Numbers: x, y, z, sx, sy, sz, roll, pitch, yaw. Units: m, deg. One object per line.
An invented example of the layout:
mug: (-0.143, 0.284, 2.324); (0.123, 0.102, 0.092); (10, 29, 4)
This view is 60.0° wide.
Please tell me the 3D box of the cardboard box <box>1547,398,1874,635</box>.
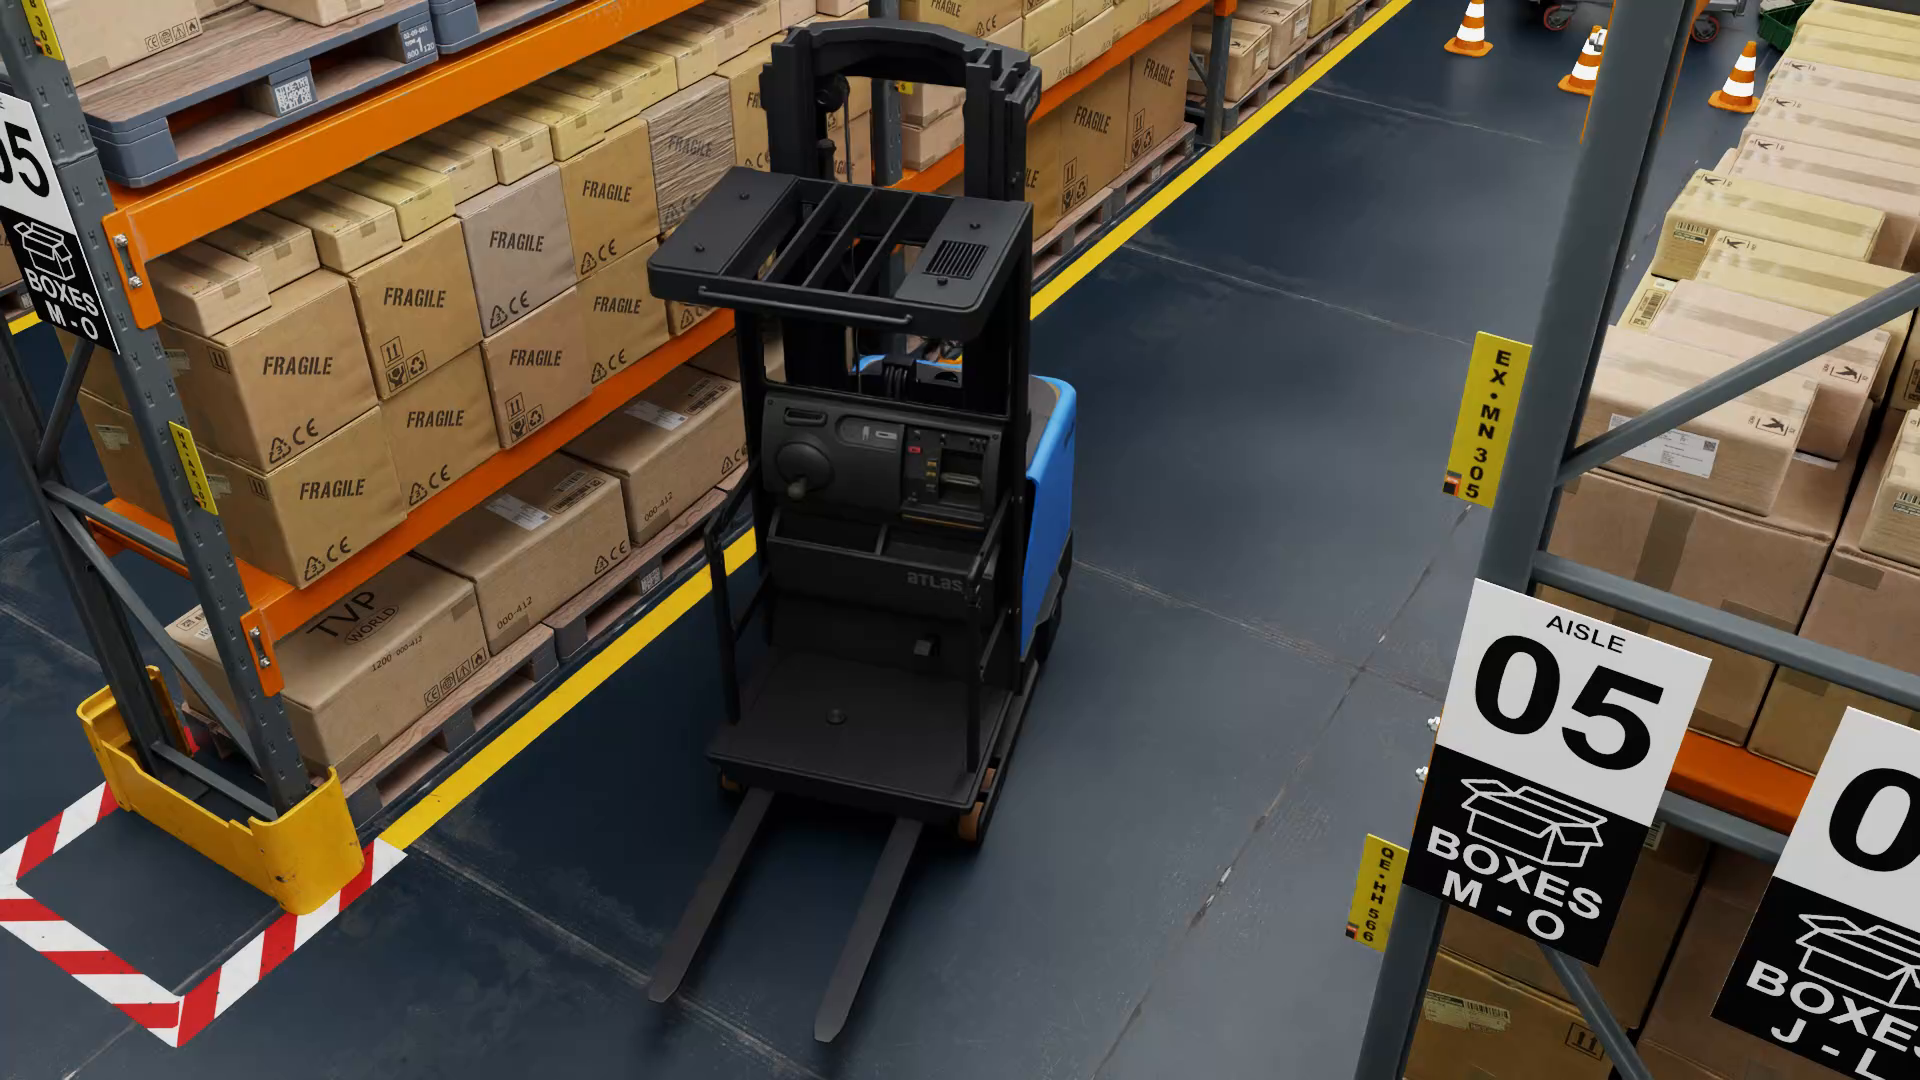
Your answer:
cardboard box: (1.381, -0.114, 3.137); (0.500, 0.250, 0.500); (20, 42, 24)

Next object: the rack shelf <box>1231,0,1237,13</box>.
rack shelf: (2.473, -4.904, 12.684); (1.077, 0.370, 4.000); (21, 42, 25)

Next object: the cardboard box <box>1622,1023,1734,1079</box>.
cardboard box: (1.823, 1.234, 3.806); (0.500, 0.500, 0.500); (23, 43, 27)

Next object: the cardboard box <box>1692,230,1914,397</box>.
cardboard box: (1.631, -0.447, 3.242); (0.380, 0.149, 0.250); (20, 42, 24)

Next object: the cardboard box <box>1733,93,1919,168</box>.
cardboard box: (1.992, -0.869, 3.790); (0.380, 0.149, 0.250); (22, 43, 26)

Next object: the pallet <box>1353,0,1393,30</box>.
pallet: (3.129, -4.714, 14.132); (1.003, 0.211, 1.213); (21, 42, 25)

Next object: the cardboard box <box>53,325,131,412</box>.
cardboard box: (-2.827, -0.796, 5.864); (0.500, 0.500, 0.500); (23, 43, 27)

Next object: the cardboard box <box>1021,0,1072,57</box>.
cardboard box: (0.281, -2.899, 9.206); (0.500, 0.250, 0.500); (22, 43, 26)

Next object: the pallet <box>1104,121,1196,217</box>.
pallet: (0.915, -2.672, 11.483); (1.003, 0.211, 1.213); (21, 42, 25)

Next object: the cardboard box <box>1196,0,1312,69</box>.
cardboard box: (2.101, -3.955, 12.671); (0.950, 0.372, 0.625); (20, 42, 24)

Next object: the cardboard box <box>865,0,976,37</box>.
cardboard box: (-0.263, -2.665, 8.288); (0.500, 0.500, 0.500); (22, 43, 26)

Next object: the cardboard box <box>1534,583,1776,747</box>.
cardboard box: (1.369, 0.083, 3.290); (0.500, 0.250, 0.500); (20, 42, 24)

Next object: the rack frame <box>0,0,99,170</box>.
rack frame: (-2.885, -2.410, 3.945); (1.000, 3.000, 0.127); (21, 42, 25)

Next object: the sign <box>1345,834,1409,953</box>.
sign: (0.891, 0.757, 3.543); (0.100, 0.325, 0.005); (21, 42, 25)

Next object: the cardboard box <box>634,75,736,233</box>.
cardboard box: (-1.305, -1.674, 7.003); (0.500, 0.500, 0.500); (22, 43, 26)

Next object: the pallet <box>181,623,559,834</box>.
pallet: (-2.522, 0.633, 7.196); (1.003, 0.211, 1.213); (21, 42, 25)

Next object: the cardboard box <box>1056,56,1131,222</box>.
cardboard box: (0.480, -2.696, 10.626); (0.875, 0.875, 0.875); (22, 43, 26)

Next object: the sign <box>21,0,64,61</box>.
sign: (-2.419, -1.415, 4.331); (0.100, 0.325, 0.005); (21, 42, 25)

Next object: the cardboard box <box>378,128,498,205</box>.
cardboard box: (-1.922, -1.368, 6.075); (0.380, 0.149, 0.250); (22, 43, 26)

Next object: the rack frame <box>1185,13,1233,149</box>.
rack frame: (1.401, -4.158, 11.127); (1.000, 3.000, 0.127); (21, 42, 25)

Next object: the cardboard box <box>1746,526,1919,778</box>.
cardboard box: (1.806, 0.257, 3.066); (0.500, 0.250, 0.500); (23, 43, 27)

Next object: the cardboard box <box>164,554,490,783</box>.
cardboard box: (-2.616, 0.441, 6.915); (0.875, 0.438, 0.875); (20, 42, 24)

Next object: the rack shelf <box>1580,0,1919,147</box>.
rack shelf: (2.421, -1.588, 3.471); (1.077, 0.370, 4.000); (21, 42, 25)

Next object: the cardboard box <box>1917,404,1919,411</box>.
cardboard box: (1.867, -0.170, 2.882); (0.380, 0.149, 0.250); (23, 43, 27)

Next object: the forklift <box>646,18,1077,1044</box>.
forklift: (-0.356, -0.228, 6.085); (1.130, 2.935, 3.031); (10, 39, 12)

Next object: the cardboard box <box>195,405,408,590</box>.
cardboard box: (-2.385, -0.227, 5.946); (0.500, 0.500, 0.500); (21, 42, 25)

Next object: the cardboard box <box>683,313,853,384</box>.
cardboard box: (-1.169, -0.959, 8.732); (0.875, 0.438, 0.875); (21, 42, 24)

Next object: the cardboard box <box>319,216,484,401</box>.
cardboard box: (-2.116, -0.893, 5.990); (0.500, 0.500, 0.500); (20, 42, 24)

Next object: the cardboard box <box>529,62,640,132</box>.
cardboard box: (-1.495, -1.756, 6.578); (0.380, 0.149, 0.250); (21, 42, 25)

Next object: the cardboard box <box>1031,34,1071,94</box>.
cardboard box: (0.281, -2.704, 9.362); (0.500, 0.250, 0.500); (21, 42, 25)

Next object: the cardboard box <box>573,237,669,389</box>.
cardboard box: (-1.596, -1.017, 6.970); (0.500, 0.500, 0.500); (23, 43, 27)

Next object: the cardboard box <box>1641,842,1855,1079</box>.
cardboard box: (1.814, 0.835, 3.505); (0.500, 0.500, 0.500); (21, 42, 25)

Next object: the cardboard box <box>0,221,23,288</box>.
cardboard box: (-5.812, -1.784, 9.751); (0.500, 0.500, 0.500); (22, 43, 26)

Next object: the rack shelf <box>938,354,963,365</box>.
rack shelf: (-0.028, -0.688, 7.775); (0.215, 0.259, 0.240); (10, 39, 12)

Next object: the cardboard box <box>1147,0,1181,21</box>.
cardboard box: (1.089, -3.485, 10.376); (0.500, 0.250, 0.500); (22, 43, 26)

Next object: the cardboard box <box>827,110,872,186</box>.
cardboard box: (-0.774, -1.813, 8.003); (0.500, 0.500, 0.500); (22, 43, 26)

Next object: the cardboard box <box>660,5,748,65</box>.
cardboard box: (-1.133, -2.164, 7.107); (0.380, 0.149, 0.250); (21, 42, 25)

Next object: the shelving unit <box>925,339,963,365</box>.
shelving unit: (-0.028, -0.472, 7.942); (0.215, 1.050, 0.252); (10, 39, 12)

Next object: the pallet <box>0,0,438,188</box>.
pallet: (-2.496, -1.573, 5.389); (1.003, 0.211, 1.213); (21, 42, 25)

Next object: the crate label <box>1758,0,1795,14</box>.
crate label: (6.784, -4.388, 13.770); (0.298, 0.136, 0.250); (-5, 38, -6)

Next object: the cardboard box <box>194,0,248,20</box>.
cardboard box: (-2.562, -1.832, 5.432); (0.380, 0.149, 0.250); (18, 41, 22)

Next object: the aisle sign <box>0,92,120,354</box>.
aisle sign: (-2.678, -0.932, 4.812); (0.394, 0.787, 0.004); (21, 42, 25)

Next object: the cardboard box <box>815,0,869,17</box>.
cardboard box: (-0.638, -2.526, 7.577); (0.380, 0.149, 0.250); (20, 42, 24)

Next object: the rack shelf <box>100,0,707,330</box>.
rack shelf: (-1.813, -1.968, 6.418); (1.077, 0.370, 4.000); (21, 42, 25)

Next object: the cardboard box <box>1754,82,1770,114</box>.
cardboard box: (2.211, -0.898, 4.154); (0.500, 0.250, 0.500); (19, 42, 23)

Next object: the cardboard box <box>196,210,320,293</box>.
cardboard box: (-2.380, -0.977, 5.568); (0.380, 0.149, 0.250); (22, 43, 26)

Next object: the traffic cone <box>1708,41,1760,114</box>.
traffic cone: (5.785, -3.451, 12.287); (0.336, 0.463, 0.334); (21, 42, 25)
